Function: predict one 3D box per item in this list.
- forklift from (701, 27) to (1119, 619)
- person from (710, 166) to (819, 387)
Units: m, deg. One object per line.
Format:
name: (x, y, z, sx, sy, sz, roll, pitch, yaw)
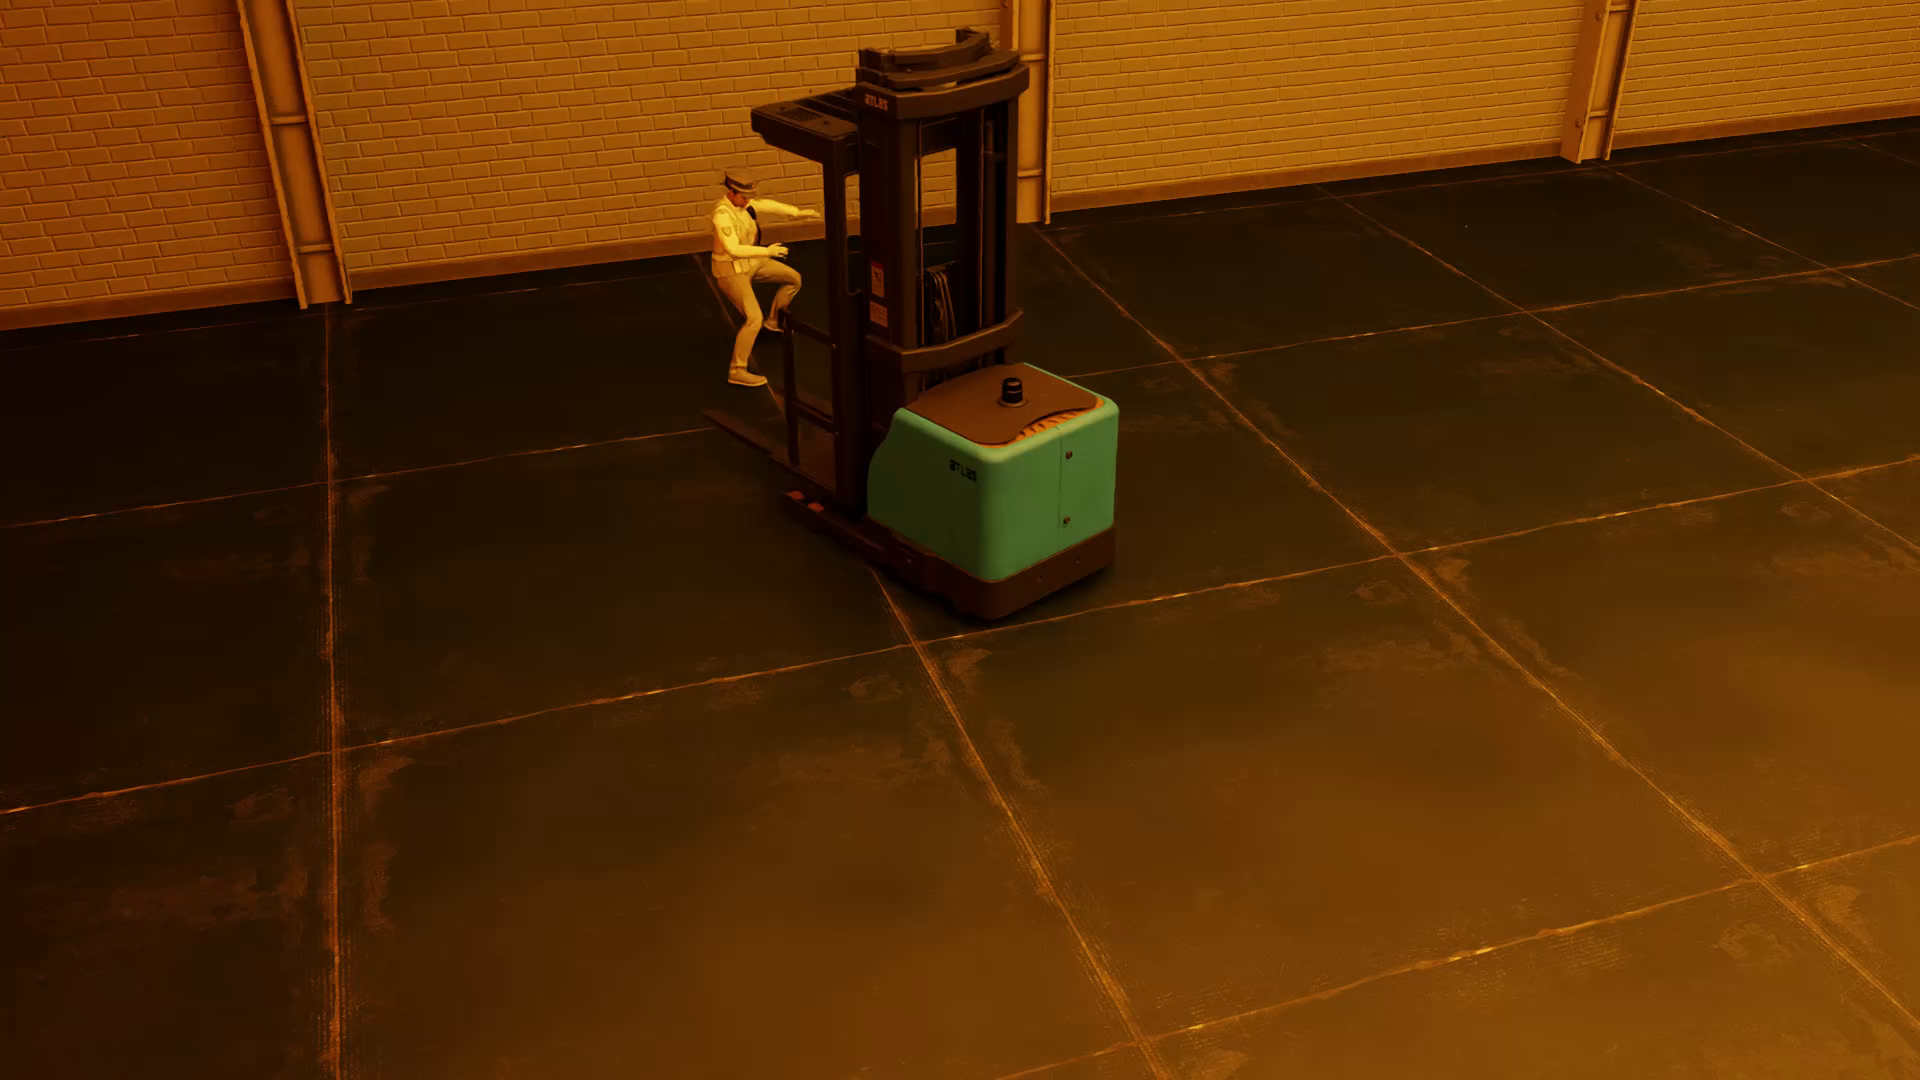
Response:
forklift: (-0.463, -1.487, 9.671, 1.130, 2.935, 3.031, -24, 38, -36)
person: (-1.449, -1.977, 12.013, 0.678, 1.443, 1.045, 13, 32, 21)
